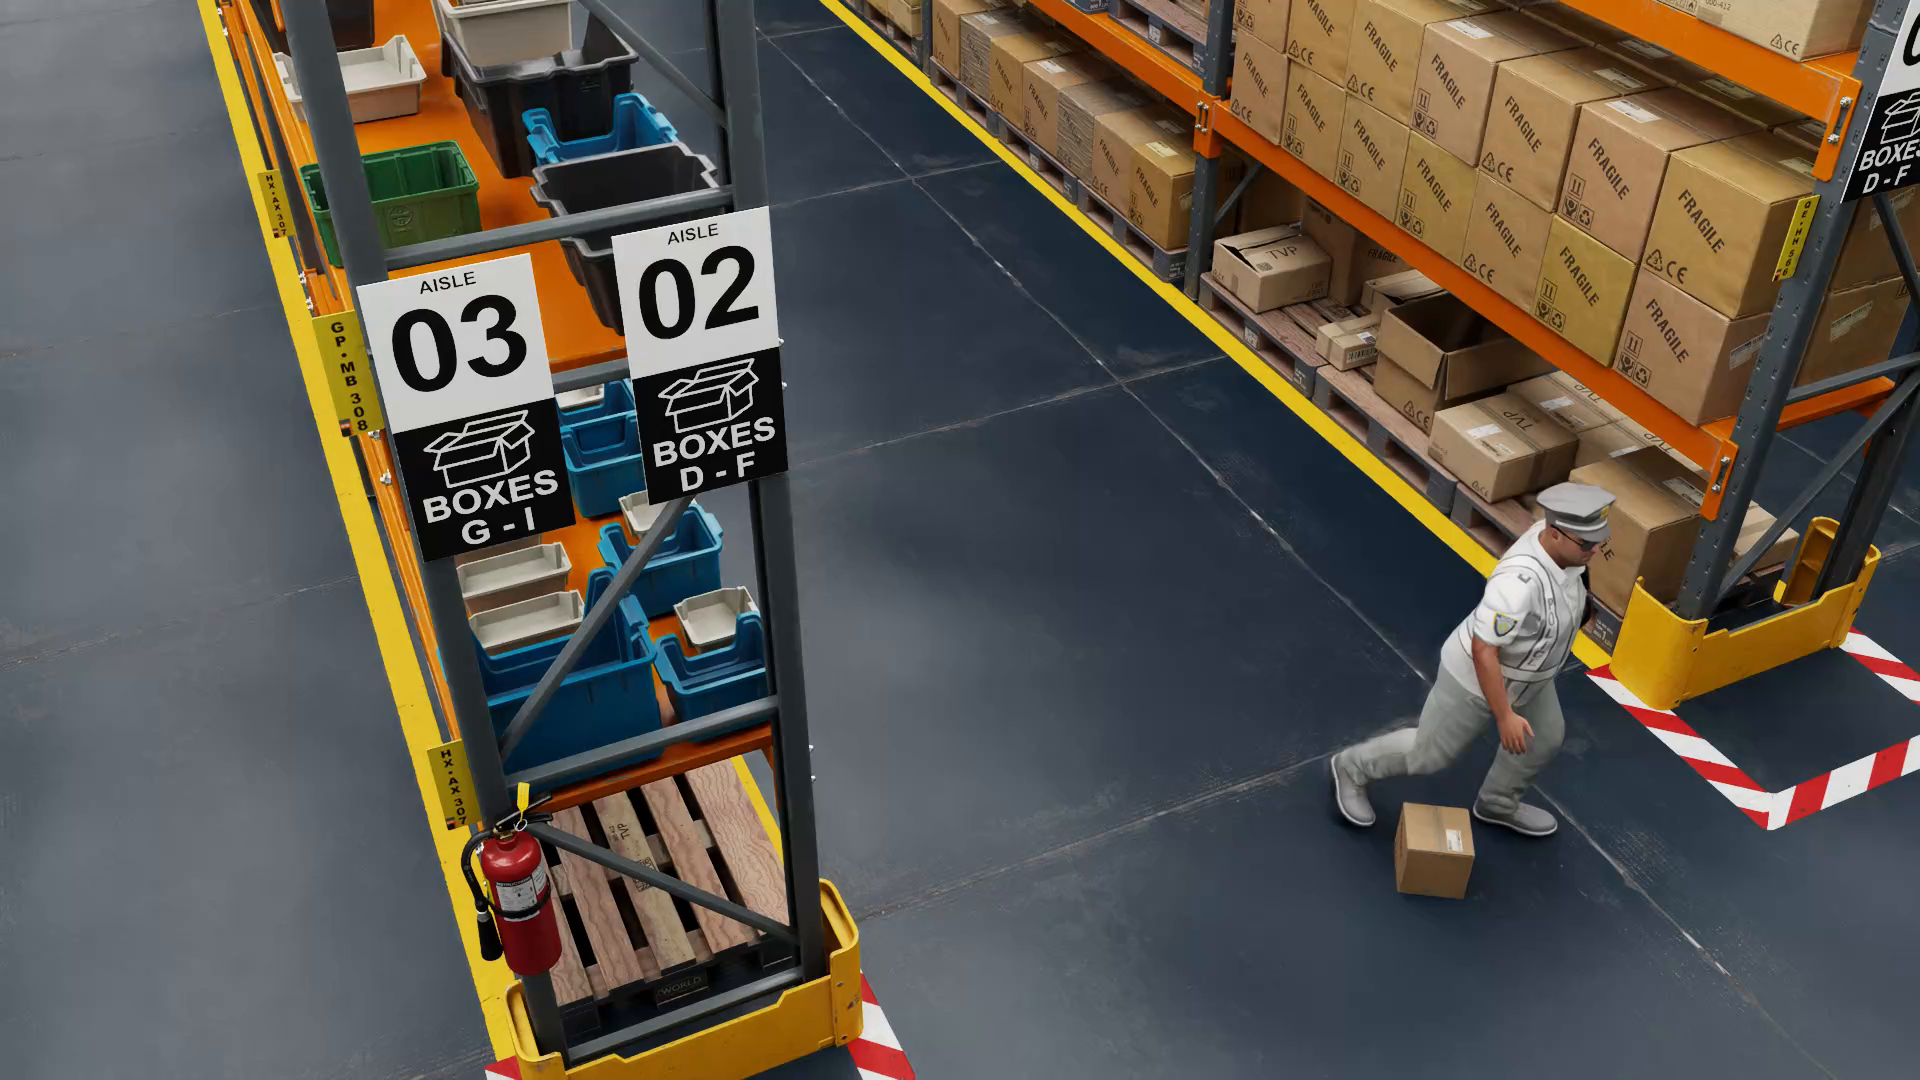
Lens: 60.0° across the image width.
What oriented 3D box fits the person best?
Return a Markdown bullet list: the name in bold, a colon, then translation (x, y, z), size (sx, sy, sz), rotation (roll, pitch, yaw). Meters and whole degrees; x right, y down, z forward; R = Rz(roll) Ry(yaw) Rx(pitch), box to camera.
- **person**: translation (1.941, 0.435, 6.277), size (0.831, 1.701, 0.637), rotation (30, 46, 33)
